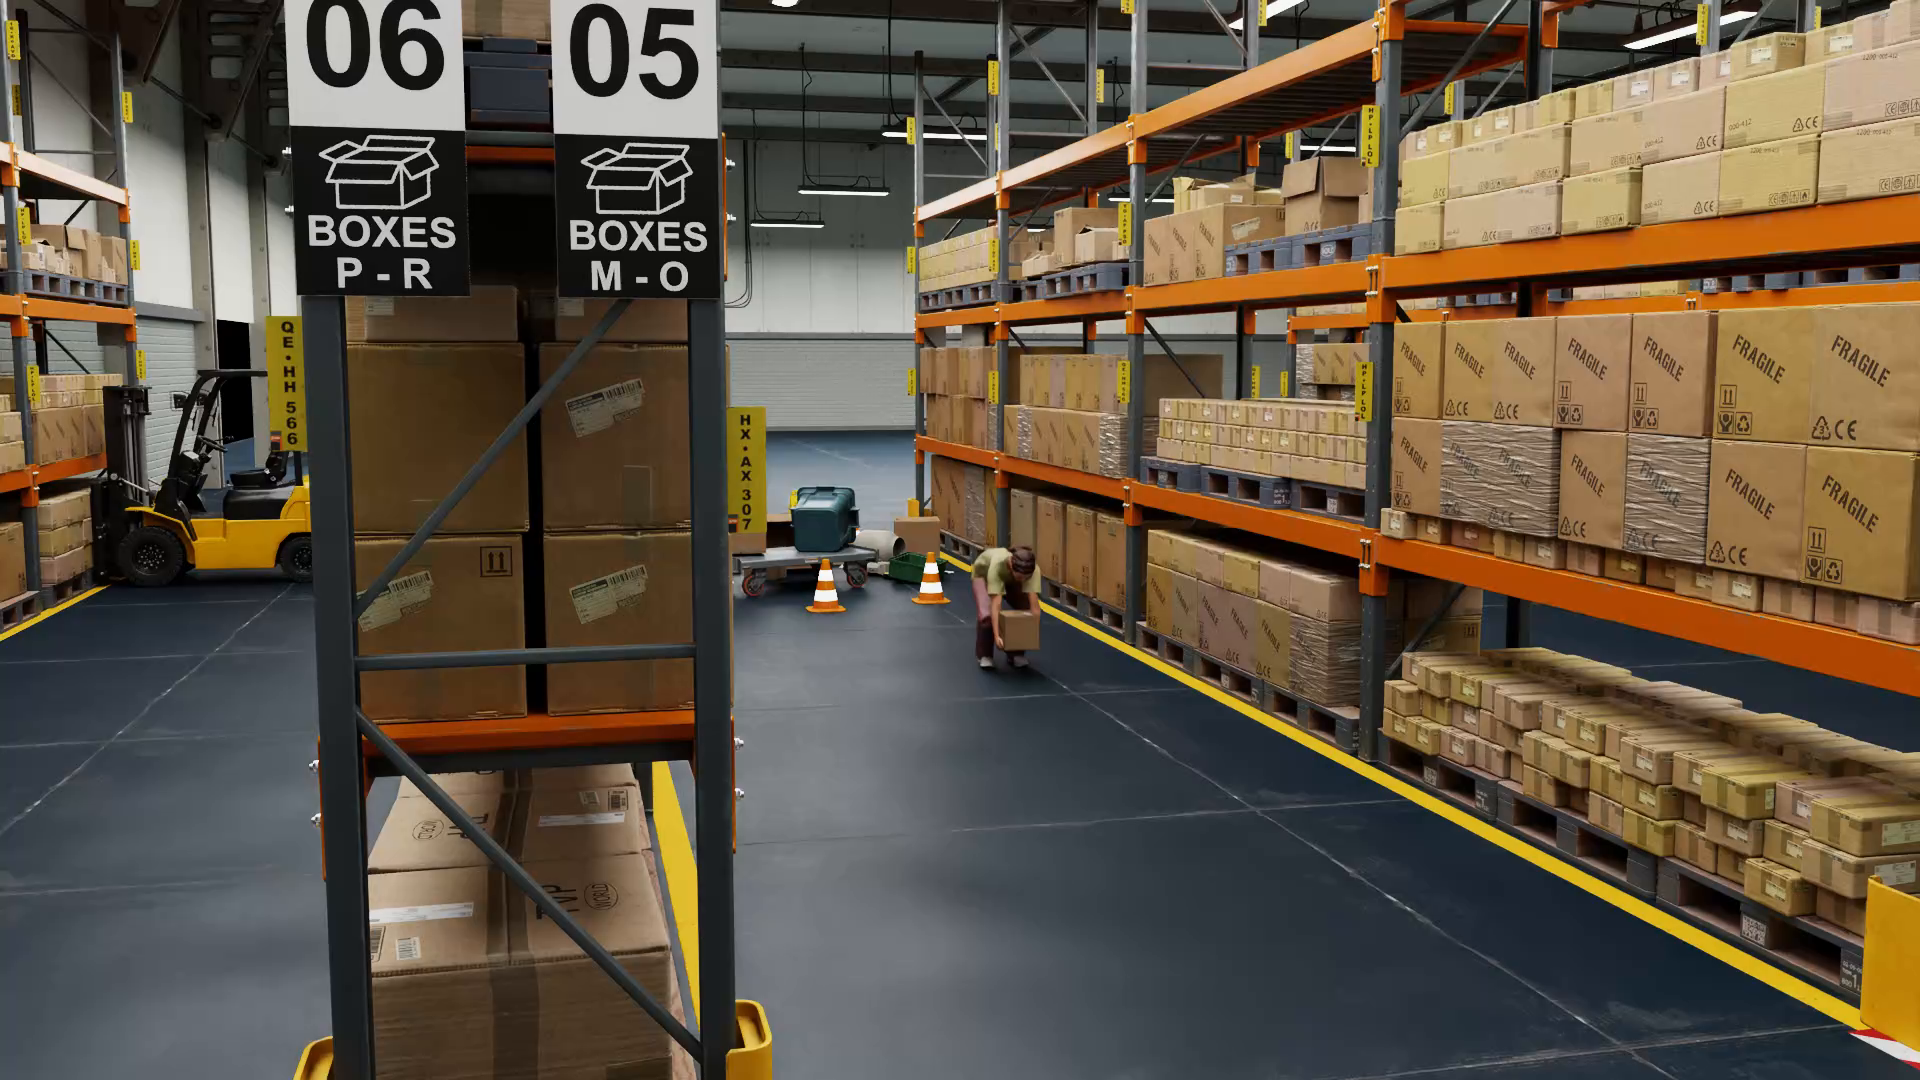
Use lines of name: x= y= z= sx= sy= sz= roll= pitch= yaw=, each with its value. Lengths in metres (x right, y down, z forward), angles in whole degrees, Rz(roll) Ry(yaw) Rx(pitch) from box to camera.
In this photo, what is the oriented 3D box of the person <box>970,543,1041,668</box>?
person: x=0.351 y=0.473 z=12.137 sx=0.476 sy=0.954 sz=0.862 roll=-2 pitch=6 yaw=-16
